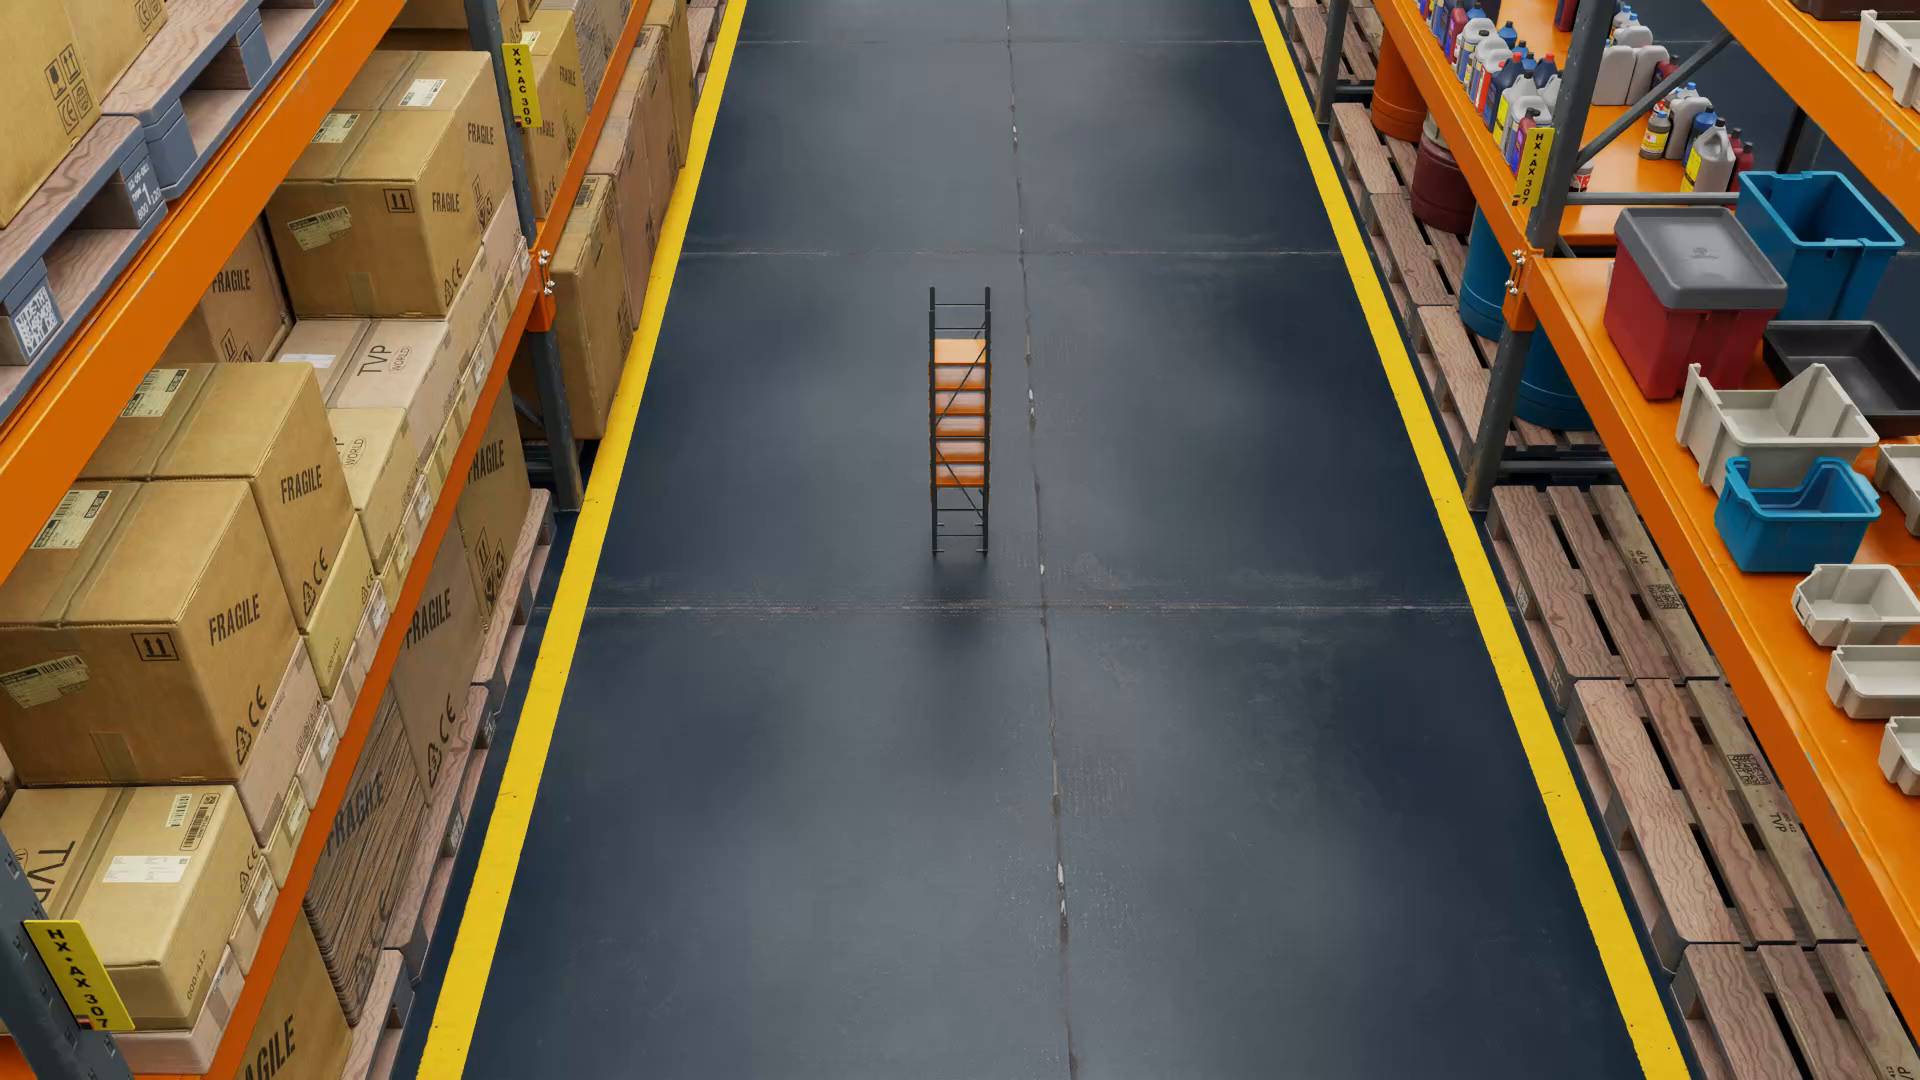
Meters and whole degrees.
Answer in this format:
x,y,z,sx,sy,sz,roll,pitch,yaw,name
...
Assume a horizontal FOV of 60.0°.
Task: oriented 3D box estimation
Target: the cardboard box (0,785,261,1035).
x,y,z,sx,sy,sz,roll,pitch,yaw,name
-1.916,0.818,3.713,0.500,0.250,0.500,-1,39,-1,cardboard box

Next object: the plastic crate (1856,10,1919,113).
x,y,z,sx,sy,sz,roll,pitch,yaw,name
2.517,-1.187,4.145,0.437,0.136,0.530,0,39,0,plastic crate

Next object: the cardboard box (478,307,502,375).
x,y,z,sx,sy,sz,roll,pitch,yaw,name
-1.861,-0.716,5.945,0.380,0.149,0.250,-1,39,-1,cardboard box

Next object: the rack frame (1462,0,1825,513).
x,y,z,sx,sy,sz,roll,pitch,yaw,name
2.763,-1.329,6.510,1.000,3.000,0.127,0,39,0,rack frame

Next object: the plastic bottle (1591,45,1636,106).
x,y,z,sx,sy,sz,roll,pitch,yaw,name
2.990,-2.149,7.633,0.152,0.276,0.135,0,39,0,plastic bottle

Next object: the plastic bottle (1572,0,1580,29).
x,y,z,sx,sy,sz,roll,pitch,yaw,name
3.145,-2.744,8.315,0.144,0.351,0.185,0,39,0,plastic bottle

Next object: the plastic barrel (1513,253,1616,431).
x,y,z,sx,sy,sz,roll,pitch,yaw,name
2.780,-1.014,7.459,0.600,0.901,0.708,0,39,0,plastic barrel

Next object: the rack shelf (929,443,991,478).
x,y,z,sx,sy,sz,roll,pitch,yaw,name
0.000,-0.349,6.989,0.258,0.103,0.180,0,39,0,rack shelf

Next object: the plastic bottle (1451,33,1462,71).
x,y,z,sx,sy,sz,roll,pitch,yaw,name
2.410,-2.343,7.934,0.097,0.201,0.097,0,39,0,plastic bottle

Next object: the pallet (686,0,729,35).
x,y,z,sx,sy,sz,roll,pitch,yaw,name
-2.192,-3.988,12.058,1.003,0.211,1.213,0,39,0,pallet

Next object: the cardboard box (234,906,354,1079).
x,y,z,sx,sy,sz,roll,pitch,yaw,name
-2.266,1.441,4.416,0.875,0.875,0.875,0,39,0,cardboard box

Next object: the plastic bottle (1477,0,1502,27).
x,y,z,sx,sy,sz,roll,pitch,yaw,name
2.586,-2.658,8.207,0.144,0.351,0.185,0,39,0,plastic bottle

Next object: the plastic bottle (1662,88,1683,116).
x,y,z,sx,sy,sz,roll,pitch,yaw,name
3.170,-1.903,7.385,0.097,0.201,0.097,0,39,0,plastic bottle

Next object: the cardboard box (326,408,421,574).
x,y,z,sx,sy,sz,roll,pitch,yaw,name
-1.926,-0.148,4.918,0.500,0.250,0.500,-1,39,-1,cardboard box

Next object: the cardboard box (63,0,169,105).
x,y,z,sx,sy,sz,roll,pitch,yaw,name
-2.169,-1.237,3.500,0.700,0.500,0.500,-2,39,-3,cardboard box

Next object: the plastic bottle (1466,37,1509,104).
x,y,z,sx,sy,sz,roll,pitch,yaw,name
2.438,-2.155,7.639,0.152,0.276,0.135,0,39,0,plastic bottle

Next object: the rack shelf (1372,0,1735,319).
x,y,z,sx,sy,sz,roll,pitch,yaw,name
2.761,-2.299,8.295,1.077,0.370,4.000,0,39,0,rack shelf

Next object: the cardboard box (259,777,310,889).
x,y,z,sx,sy,sz,roll,pitch,yaw,name
-1.858,0.731,4.140,0.380,0.149,0.250,-1,39,-1,cardboard box

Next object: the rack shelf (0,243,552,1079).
x,y,z,sx,sy,sz,roll,pitch,yaw,name
-2.188,0.206,5.170,1.077,0.370,4.000,0,39,0,rack shelf

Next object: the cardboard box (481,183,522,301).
x,y,z,sx,sy,sz,roll,pitch,yaw,name
-1.927,-1.107,6.115,0.500,0.250,0.500,-1,39,-1,cardboard box

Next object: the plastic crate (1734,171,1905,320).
x,y,z,sx,sy,sz,roll,pitch,yaw,name
3.105,-1.055,6.132,0.392,0.384,0.575,0,39,0,plastic crate

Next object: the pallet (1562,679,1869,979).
x,y,z,sx,sy,sz,roll,pitch,yaw,name
2.807,0.984,5.854,1.003,0.211,1.213,0,39,0,pallet

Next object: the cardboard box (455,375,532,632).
x,y,z,sx,sy,sz,roll,pitch,yaw,name
-2.269,-0.247,6.523,0.875,0.875,0.875,0,39,0,cardboard box

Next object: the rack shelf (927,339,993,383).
x,y,z,sx,sy,sz,roll,pitch,yaw,name
0.000,-0.724,6.689,0.258,0.103,0.180,0,39,0,rack shelf

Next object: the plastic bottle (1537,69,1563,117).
x,y,z,sx,sy,sz,roll,pitch,yaw,name
2.579,-1.884,7.242,0.144,0.351,0.185,0,39,0,plastic bottle

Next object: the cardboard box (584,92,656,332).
x,y,z,sx,sy,sz,roll,pitch,yaw,name
-2.212,-1.619,8.235,1.225,0.875,0.875,-1,39,-2,cardboard box

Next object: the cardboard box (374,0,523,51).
x,y,z,sx,sy,sz,roll,pitch,yaw,name
-2.199,-2.155,6.659,0.797,0.503,0.637,-1,39,-1,cardboard box

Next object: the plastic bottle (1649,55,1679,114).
x,y,z,sx,sy,sz,roll,pitch,yaw,name
3.188,-2.069,7.526,0.061,0.283,0.133,0,39,0,plastic bottle

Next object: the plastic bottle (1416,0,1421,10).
x,y,z,sx,sy,sz,roll,pitch,yaw,name
2.410,-2.859,8.522,0.097,0.271,0.097,0,39,0,plastic bottle

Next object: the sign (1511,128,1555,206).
x,y,z,sx,sy,sz,roll,pitch,yaw,name
2.213,-1.438,6.424,0.100,0.325,0.005,0,39,0,sign

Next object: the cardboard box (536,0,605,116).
x,y,z,sx,sy,sz,roll,pitch,yaw,name
-1.942,-2.280,7.616,0.500,0.500,0.500,-1,39,-1,cardboard box

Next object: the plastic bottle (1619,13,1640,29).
x,y,z,sx,sy,sz,roll,pitch,yaw,name
3.169,-2.365,7.906,0.097,0.271,0.097,0,39,0,plastic bottle

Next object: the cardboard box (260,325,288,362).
x,y,z,sx,sy,sz,roll,pitch,yaw,name
-2.449,-0.454,5.300,0.500,0.250,0.500,1,39,1,cardboard box

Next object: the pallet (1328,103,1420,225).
x,y,z,sx,sy,sz,roll,pitch,yaw,name
2.801,-2.249,9.888,1.003,0.211,1.213,0,39,0,pallet

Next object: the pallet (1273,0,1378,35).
x,y,z,sx,sy,sz,roll,pitch,yaw,name
2.798,-3.988,12.057,1.003,0.211,1.213,0,39,0,pallet

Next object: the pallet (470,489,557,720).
x,y,z,sx,sy,sz,roll,pitch,yaw,name
-2.267,0.238,6.784,1.003,0.211,1.213,0,39,0,pallet

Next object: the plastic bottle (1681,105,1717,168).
x,y,z,sx,sy,sz,roll,pitch,yaw,name
3.171,-1.725,7.107,0.097,0.271,0.097,0,39,0,plastic bottle

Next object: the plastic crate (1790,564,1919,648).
x,y,z,sx,sy,sz,roll,pitch,yaw,name
2.556,0.201,4.763,0.298,0.136,0.250,0,39,0,plastic crate

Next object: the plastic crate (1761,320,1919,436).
x,y,z,sx,sy,sz,roll,pitch,yaw,name
3.033,-0.545,5.704,0.437,0.125,0.590,0,39,0,plastic crate

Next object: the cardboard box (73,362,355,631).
x,y,z,sx,sy,sz,roll,pitch,yaw,name
-1.923,-0.111,4.273,0.500,0.500,0.500,-1,39,-1,cardboard box

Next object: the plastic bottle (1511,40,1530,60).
x,y,z,sx,sy,sz,roll,pitch,yaw,name
2.563,-2.165,7.656,0.097,0.271,0.097,0,39,0,plastic bottle

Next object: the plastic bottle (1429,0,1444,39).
x,y,z,sx,sy,sz,roll,pitch,yaw,name
2.437,-2.644,8.250,0.152,0.276,0.135,0,39,0,plastic bottle

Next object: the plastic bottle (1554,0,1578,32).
x,y,z,sx,sy,sz,roll,pitch,yaw,name
3.043,-2.702,8.316,0.061,0.283,0.133,0,39,0,plastic bottle

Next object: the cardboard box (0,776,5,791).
x,y,z,sx,sy,sz,roll,pitch,yaw,name
-2.449,0.521,3.483,0.500,0.500,0.500,0,39,1,cardboard box

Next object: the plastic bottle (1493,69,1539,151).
x,y,z,sx,sy,sz,roll,pitch,yaw,name
2.435,-1.884,7.242,0.144,0.351,0.185,0,39,0,plastic bottle

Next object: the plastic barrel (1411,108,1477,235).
x,y,z,sx,sy,sz,roll,pitch,yaw,name
2.777,-2.041,8.991,0.600,0.588,0.708,0,39,0,plastic barrel

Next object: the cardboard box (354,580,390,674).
x,y,z,sx,sy,sz,roll,pitch,yaw,name
-1.860,0.248,4.743,0.380,0.149,0.250,0,39,-1,cardboard box

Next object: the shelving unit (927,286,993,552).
x,y,z,sx,sy,sz,roll,pitch,yaw,name
0.000,-0.477,6.886,0.258,1.200,0.189,0,39,0,shelving unit

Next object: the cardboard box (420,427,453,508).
x,y,z,sx,sy,sz,roll,pitch,yaw,name
-1.860,-0.233,5.343,0.380,0.149,0.250,-1,39,-1,cardboard box
